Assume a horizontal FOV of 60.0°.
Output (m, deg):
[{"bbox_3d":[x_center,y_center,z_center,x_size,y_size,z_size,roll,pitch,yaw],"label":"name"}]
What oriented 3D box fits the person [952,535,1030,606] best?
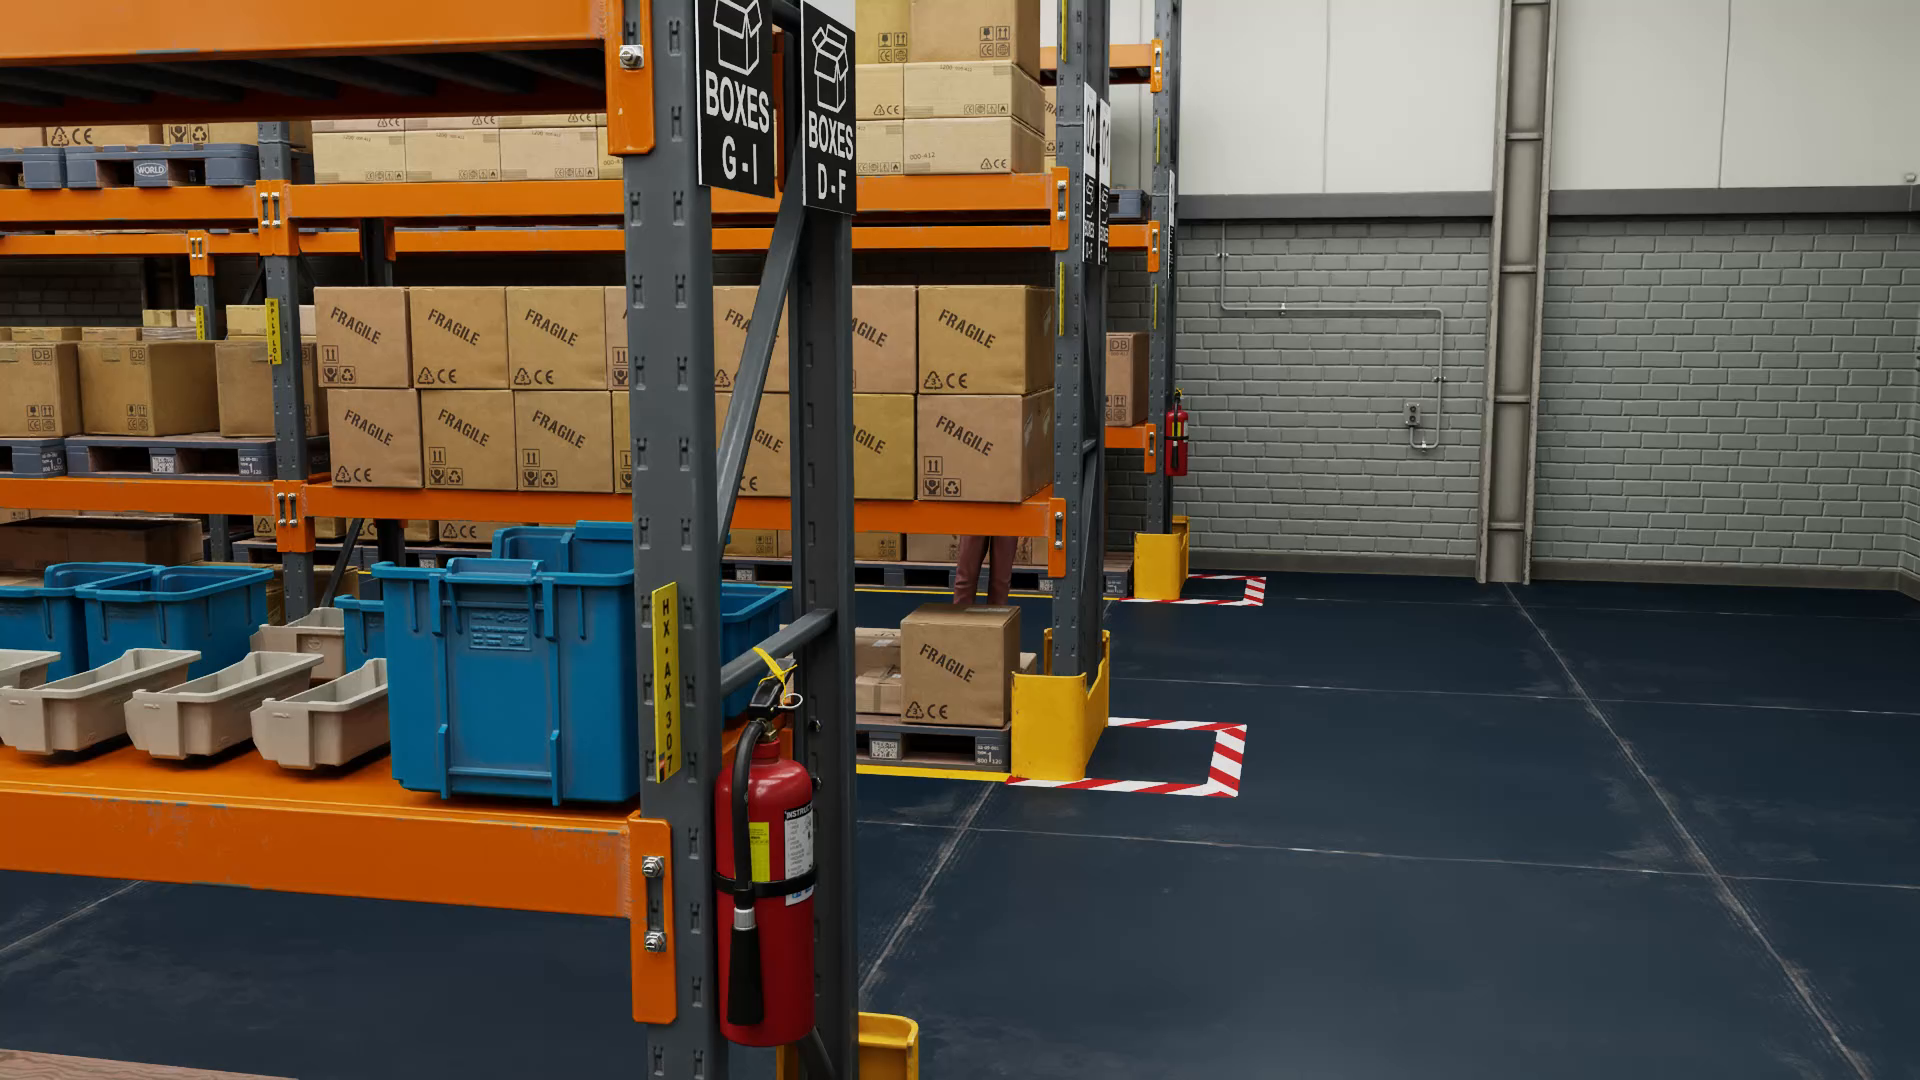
[{"bbox_3d":[0.174,-0.072,10.313,0.554,1.664,0.522,2,8,11],"label":"person"}]
